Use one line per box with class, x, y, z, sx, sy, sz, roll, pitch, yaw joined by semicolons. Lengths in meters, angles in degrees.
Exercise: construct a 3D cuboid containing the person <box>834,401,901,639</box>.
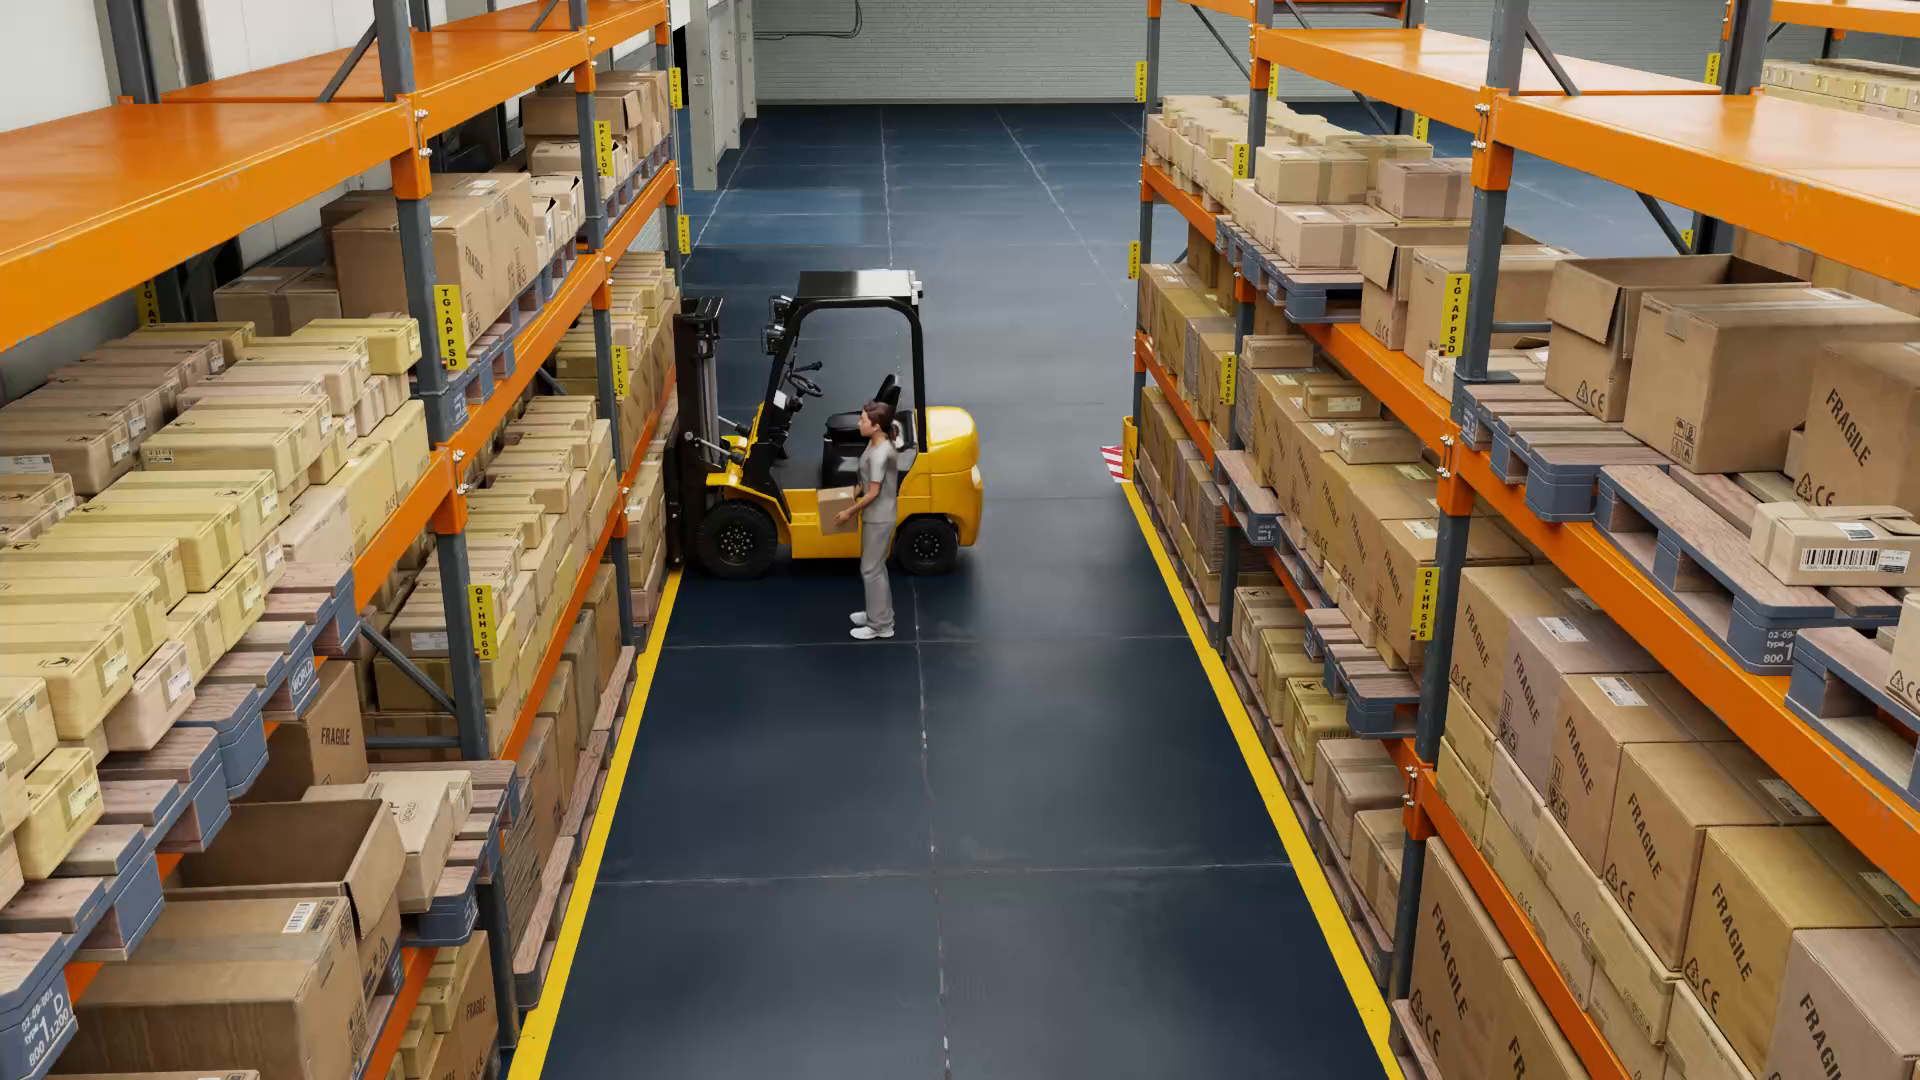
person;-0.630;-0.145;11.464;0.475;1.675;0.464;-1;21;-4
